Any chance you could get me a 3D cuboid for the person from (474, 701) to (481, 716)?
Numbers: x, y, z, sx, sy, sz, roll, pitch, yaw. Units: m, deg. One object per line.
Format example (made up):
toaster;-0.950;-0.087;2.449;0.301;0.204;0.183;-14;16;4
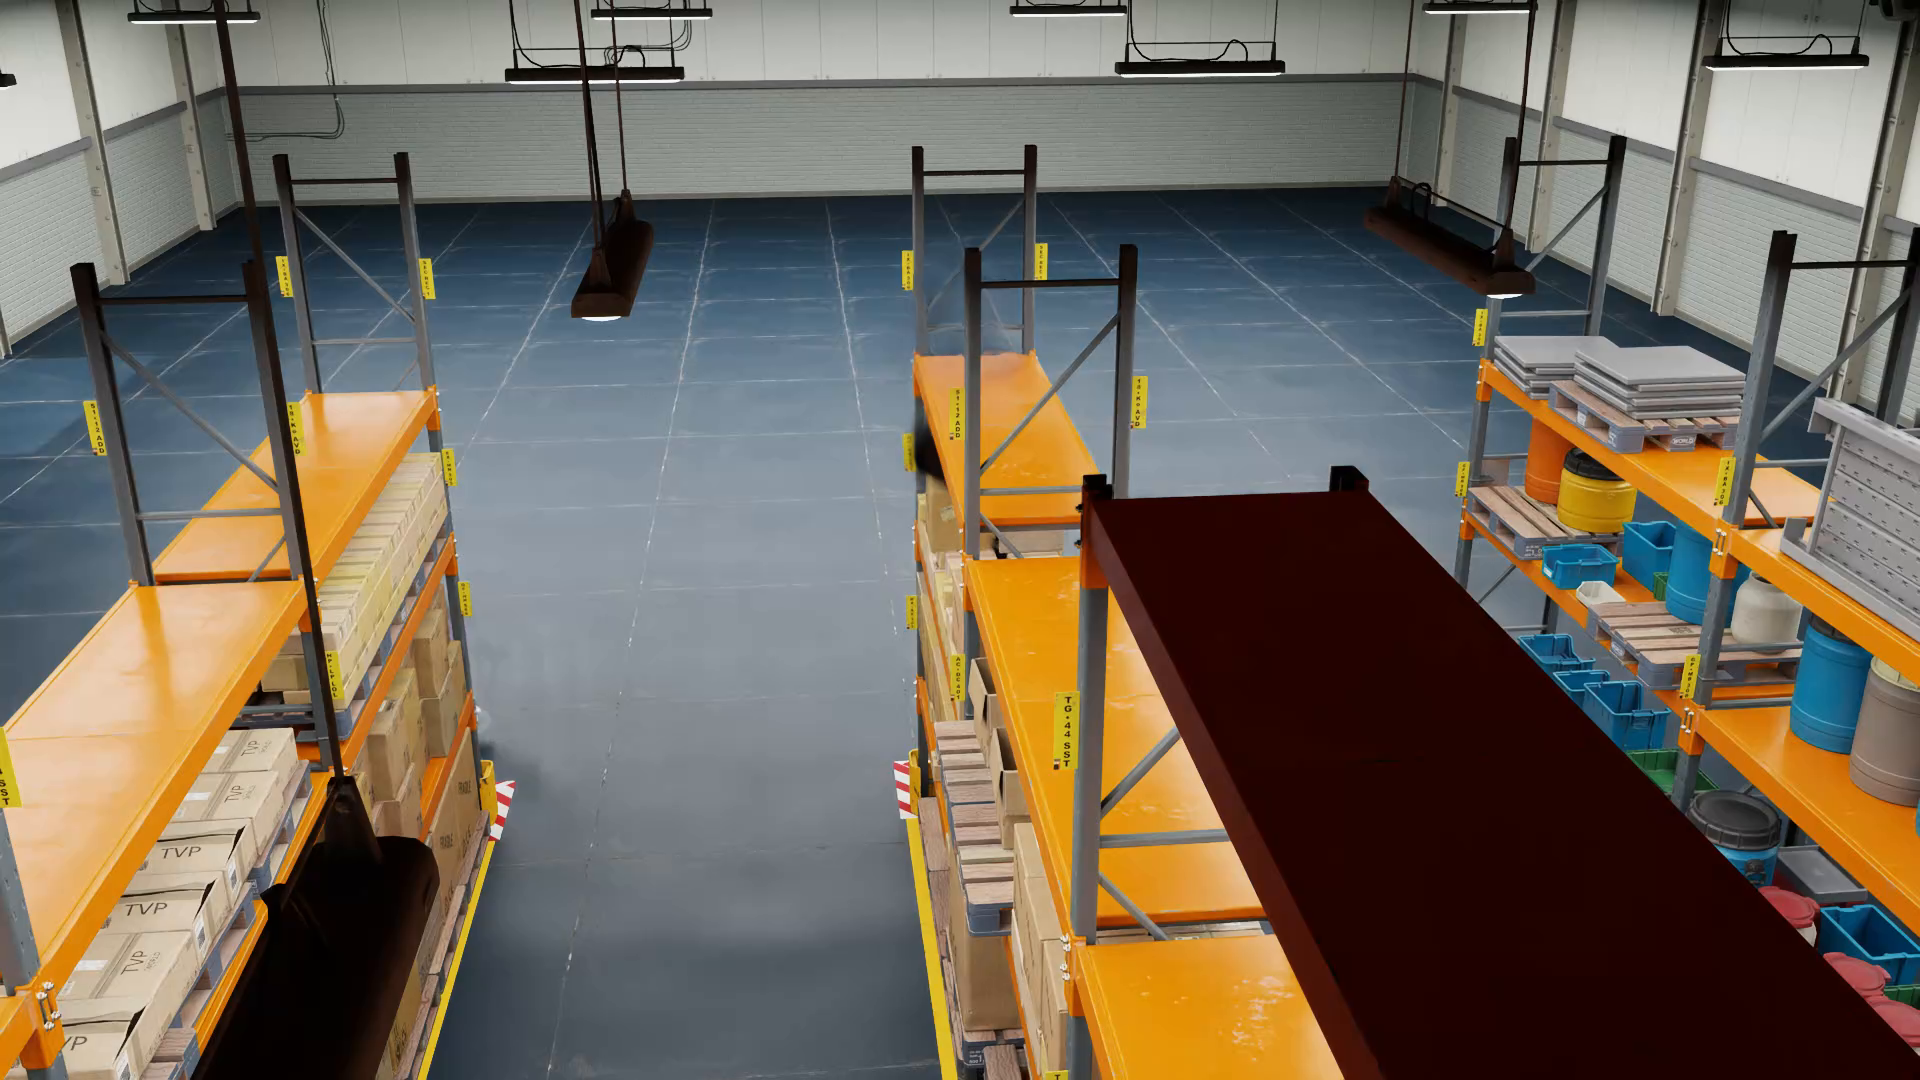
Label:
person;-5.239;1.292;16.719;1.025;1.278;0.536;9;23;22
